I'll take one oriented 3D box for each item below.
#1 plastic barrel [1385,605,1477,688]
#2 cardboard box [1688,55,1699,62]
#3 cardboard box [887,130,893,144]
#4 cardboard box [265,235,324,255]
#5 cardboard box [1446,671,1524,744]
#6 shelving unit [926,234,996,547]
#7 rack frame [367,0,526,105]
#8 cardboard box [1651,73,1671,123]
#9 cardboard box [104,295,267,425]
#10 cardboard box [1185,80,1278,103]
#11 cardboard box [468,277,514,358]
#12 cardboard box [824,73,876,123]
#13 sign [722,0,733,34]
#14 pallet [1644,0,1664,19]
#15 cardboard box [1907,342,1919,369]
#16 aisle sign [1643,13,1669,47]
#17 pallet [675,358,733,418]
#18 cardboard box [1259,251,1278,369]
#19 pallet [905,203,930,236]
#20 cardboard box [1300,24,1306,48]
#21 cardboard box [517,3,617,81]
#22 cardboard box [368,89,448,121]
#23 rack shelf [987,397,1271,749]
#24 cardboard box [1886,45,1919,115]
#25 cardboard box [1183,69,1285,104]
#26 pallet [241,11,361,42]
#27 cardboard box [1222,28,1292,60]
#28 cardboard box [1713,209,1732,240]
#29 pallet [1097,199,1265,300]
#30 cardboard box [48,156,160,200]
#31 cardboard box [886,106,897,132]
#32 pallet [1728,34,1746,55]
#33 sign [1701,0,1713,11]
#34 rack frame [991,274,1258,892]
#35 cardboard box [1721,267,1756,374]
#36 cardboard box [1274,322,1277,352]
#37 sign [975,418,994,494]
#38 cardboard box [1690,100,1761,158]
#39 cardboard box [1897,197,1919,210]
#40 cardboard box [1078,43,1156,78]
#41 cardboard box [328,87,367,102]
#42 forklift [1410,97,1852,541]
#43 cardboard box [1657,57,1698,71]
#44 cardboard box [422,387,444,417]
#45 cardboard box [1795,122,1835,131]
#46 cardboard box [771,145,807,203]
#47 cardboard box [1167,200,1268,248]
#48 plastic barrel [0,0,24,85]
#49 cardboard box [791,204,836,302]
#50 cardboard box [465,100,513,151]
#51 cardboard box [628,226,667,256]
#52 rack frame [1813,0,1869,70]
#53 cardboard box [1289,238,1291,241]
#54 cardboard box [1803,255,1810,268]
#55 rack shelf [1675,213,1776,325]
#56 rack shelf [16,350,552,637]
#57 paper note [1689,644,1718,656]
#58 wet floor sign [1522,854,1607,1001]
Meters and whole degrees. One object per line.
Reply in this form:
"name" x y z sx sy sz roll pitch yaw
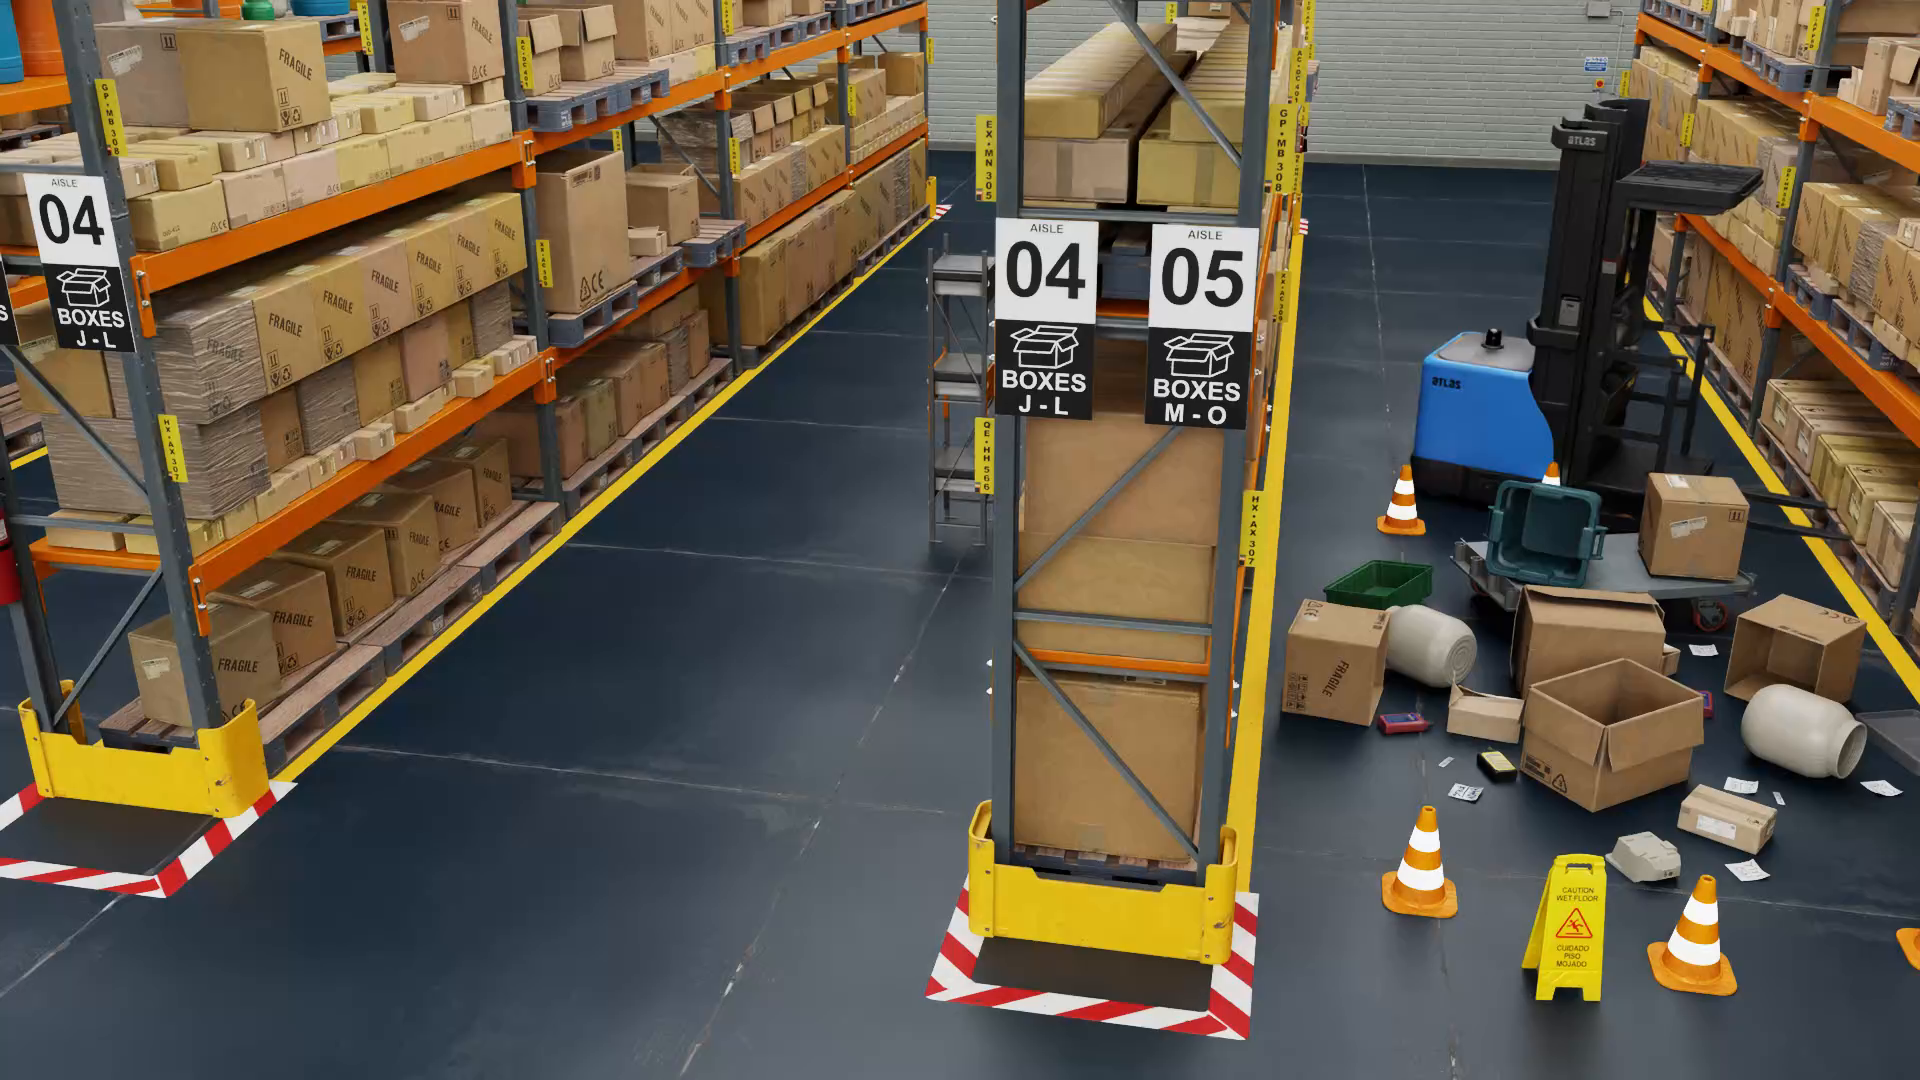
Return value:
"plastic barrel" 2.726 0.614 9.763 0.421 0.421 0.512 -16 27 -35
"cardboard box" 8.865 -5.731 19.729 0.380 0.149 0.250 5 22 12
"cardboard box" -1.045 -4.991 20.566 0.380 0.149 0.250 4 22 9
"cardboard box" -4.014 -1.482 9.647 0.500 0.500 0.500 4 22 11
"cardboard box" 2.908 0.924 9.204 0.396 0.266 0.258 8 23 20
"shelving unit" 0.034 -1.035 11.612 0.431 2.100 0.503 4 22 11
"rack frame" -3.380 -4.311 10.512 1.000 3.000 0.127 4 22 11
"cardboard box" 8.097 -4.957 18.674 0.500 0.500 0.500 5 22 11
"cardboard box" -3.817 -0.894 8.187 0.500 0.500 0.500 4 22 11
"cardboard box" 1.123 -1.819 6.913 0.380 0.149 0.250 4 22 10
"cardboard box" -3.532 -1.553 11.162 0.875 0.500 0.500 4 22 11
"cardboard box" -1.291 -5.205 19.562 0.500 0.500 0.500 4 22 11
"sign" -2.033 -4.580 14.504 0.100 0.325 0.005 4 22 11
"pallet" 8.629 -6.240 19.435 1.003 0.211 1.213 4 22 11
"cardboard box" 6.228 -1.155 10.481 0.380 0.149 0.250 4 22 9
"aisle sign" 8.501 -6.416 20.289 0.394 0.787 0.004 4 22 11
"pallet" -2.724 -1.412 15.077 1.003 0.211 1.213 4 22 11
"cardboard box" 1.348 -1.341 9.523 0.875 0.550 0.550 4 22 11
"pallet" -1.017 -4.325 22.310 1.003 0.211 1.213 4 22 11
"cardboard box" 2.352 -3.762 12.588 0.500 0.311 0.500 4 22 11
"cardboard box" -2.995 -3.671 12.239 0.797 0.503 0.637 5 23 13
"cardboard box" -3.305 -2.602 9.951 0.380 0.149 0.250 4 22 9
"rack shelf" 1.047 -0.048 8.921 1.077 0.370 4.000 4 22 11
"cardboard box" 6.855 -3.115 11.419 0.797 0.503 0.637 4 22 11
"cardboard box" 1.399 -2.247 8.509 0.500 0.250 0.500 4 22 10
"pallet" -6.889 -5.426 17.549 1.003 0.211 1.213 4 22 11
"cardboard box" 1.641 -2.749 9.221 0.380 0.149 0.250 4 22 11
"cardboard box" 7.271 -2.930 15.316 0.500 0.250 0.500 4 22 10
"pallet" 0.780 -1.273 7.102 1.003 0.211 1.213 4 22 11
"cardboard box" -3.913 -1.655 7.600 0.380 0.149 0.250 4 22 11
"cardboard box" -1.080 -5.225 20.616 0.500 0.250 0.500 4 22 11
"pallet" 7.816 -4.662 15.655 0.805 0.209 1.217 4 22 9
"sign" 7.411 -5.408 16.454 0.100 0.325 0.005 4 22 11
"rack frame" 0.639 0.350 6.970 1.000 3.000 0.127 4 22 11
"cardboard box" 7.547 -2.017 15.129 0.875 0.875 0.875 5 22 12
"cardboard box" 1.928 -1.516 11.469 0.500 0.500 0.500 5 22 11
"sign" 0.111 -0.344 6.825 0.100 0.325 0.005 4 22 11
"cardboard box" 7.583 -4.070 16.471 0.500 0.500 0.500 5 22 12
"cardboard box" 7.223 -2.237 12.300 0.500 0.500 0.500 4 22 10
"cardboard box" 0.790 -2.426 8.421 0.380 0.149 0.250 4 22 11
"cardboard box" -3.819 -2.646 10.061 0.380 0.149 0.250 5 23 13
"forklift" 4.946 -1.566 11.817 3.031 2.935 1.130 14 26 30
"cardboard box" 8.148 -5.390 18.882 0.380 0.149 0.250 5 22 11
"cardboard box" -3.439 -0.857 10.303 0.380 0.149 0.250 4 22 11
"cardboard box" 7.797 -3.462 14.962 0.500 0.500 0.500 5 22 12
"cardboard box" -1.890 -3.754 17.025 0.500 0.500 0.500 5 22 11
"cardboard box" 1.023 -1.267 6.610 0.380 0.149 0.250 5 22 11
"plastic barrel" -8.070 -4.211 13.607 0.600 0.901 0.708 4 22 11
"cardboard box" -2.040 -3.101 17.820 1.225 0.875 0.875 4 22 9
"cardboard box" -3.217 -2.663 10.637 0.500 0.250 0.500 5 23 13
"cardboard box" -2.639 -2.493 13.647 0.396 0.266 0.258 4 22 9
"rack frame" 7.138 -5.018 12.269 1.000 3.000 0.127 4 22 11
"cardboard box" 3.881 -3.785 20.490 0.380 0.149 0.250 3 22 9
"cardboard box" 6.890 -2.209 13.098 0.380 0.149 0.250 3 22 8
"rack shelf" 7.546 -2.633 15.340 1.077 0.370 4.000 4 22 11
"rack shelf" -3.788 -0.463 9.951 1.077 0.370 4.000 4 22 11
"paper note" 4.544 0.668 10.154 0.148 0.019 0.142 4 22 11
"wet floor sign" 2.572 1.603 7.009 0.267 0.644 0.232 1 22 2
